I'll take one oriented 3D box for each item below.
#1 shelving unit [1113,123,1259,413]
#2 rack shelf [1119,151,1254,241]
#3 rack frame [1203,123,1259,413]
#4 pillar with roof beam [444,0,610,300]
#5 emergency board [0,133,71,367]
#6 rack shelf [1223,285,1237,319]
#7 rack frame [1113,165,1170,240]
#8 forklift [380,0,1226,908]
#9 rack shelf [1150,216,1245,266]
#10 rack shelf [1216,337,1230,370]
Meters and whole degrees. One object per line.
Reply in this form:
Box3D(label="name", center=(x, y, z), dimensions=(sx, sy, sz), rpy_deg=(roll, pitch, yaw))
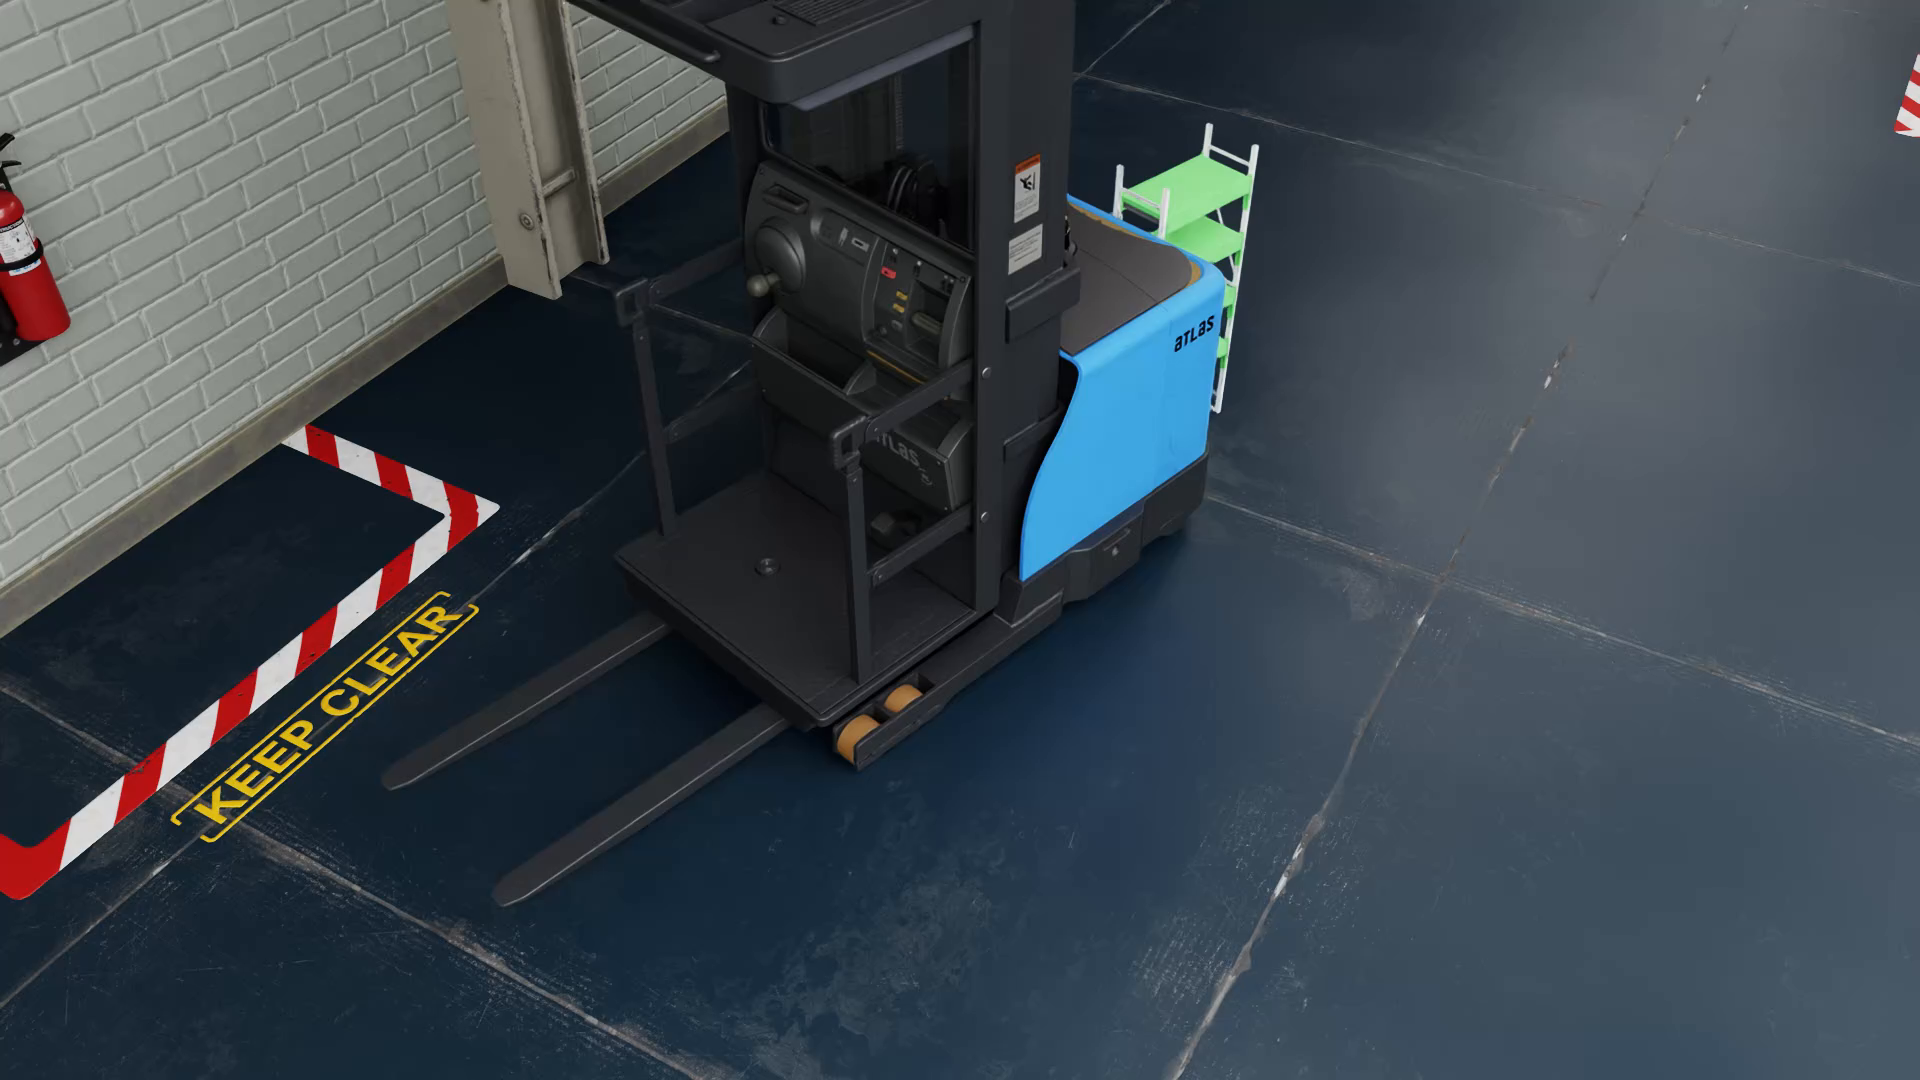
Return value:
Box3D(label="shelving unit", center=(0.816, -0.931, 6.391), dimensions=(0.503, 1.200, 0.258), rpy_deg=(-31, 50, -32))
Box3D(label="rack shelf", center=(0.823, -1.247, 6.121), dimensions=(0.480, 0.148, 0.258), rpy_deg=(-31, 50, -32))
Box3D(label="rack frame", center=(0.995, -1.037, 6.520), dimensions=(0.015, 1.200, 0.240), rpy_deg=(-31, 50, -32))
Box3D(label="pillar with roof beam", center=(1.872, -3.196, 3.070), dimensions=(9.100, 9.000, 0.400), rpy_deg=(21, 45, 22))
Box3D(label="emergency board", center=(-3.125, -0.966, 5.078), dimensions=(0.194, 1.169, 0.643), rpy_deg=(21, 45, 22))
Box3D(label="rack shelf", center=(0.815, -0.883, 6.433), dimensions=(0.480, 0.148, 0.258), rpy_deg=(-31, 50, -32))
Box3D(label="rack frame", center=(0.638, -0.825, 6.263), dimensions=(0.015, 1.200, 0.240), rpy_deg=(-31, 50, -32))
Box3D(label="forklift", center=(-0.471, -0.752, 4.886), dimensions=(1.130, 2.935, 3.031), rpy_deg=(33, 51, 32))
Box3D(label="rack shelf", center=(0.819, -1.065, 6.277), dimensions=(0.480, 0.148, 0.258), rpy_deg=(-31, 50, -32))
Box3D(label="rack shelf", center=(0.812, -0.700, 6.589), dimensions=(0.480, 0.148, 0.258), rpy_deg=(-31, 50, -32))
